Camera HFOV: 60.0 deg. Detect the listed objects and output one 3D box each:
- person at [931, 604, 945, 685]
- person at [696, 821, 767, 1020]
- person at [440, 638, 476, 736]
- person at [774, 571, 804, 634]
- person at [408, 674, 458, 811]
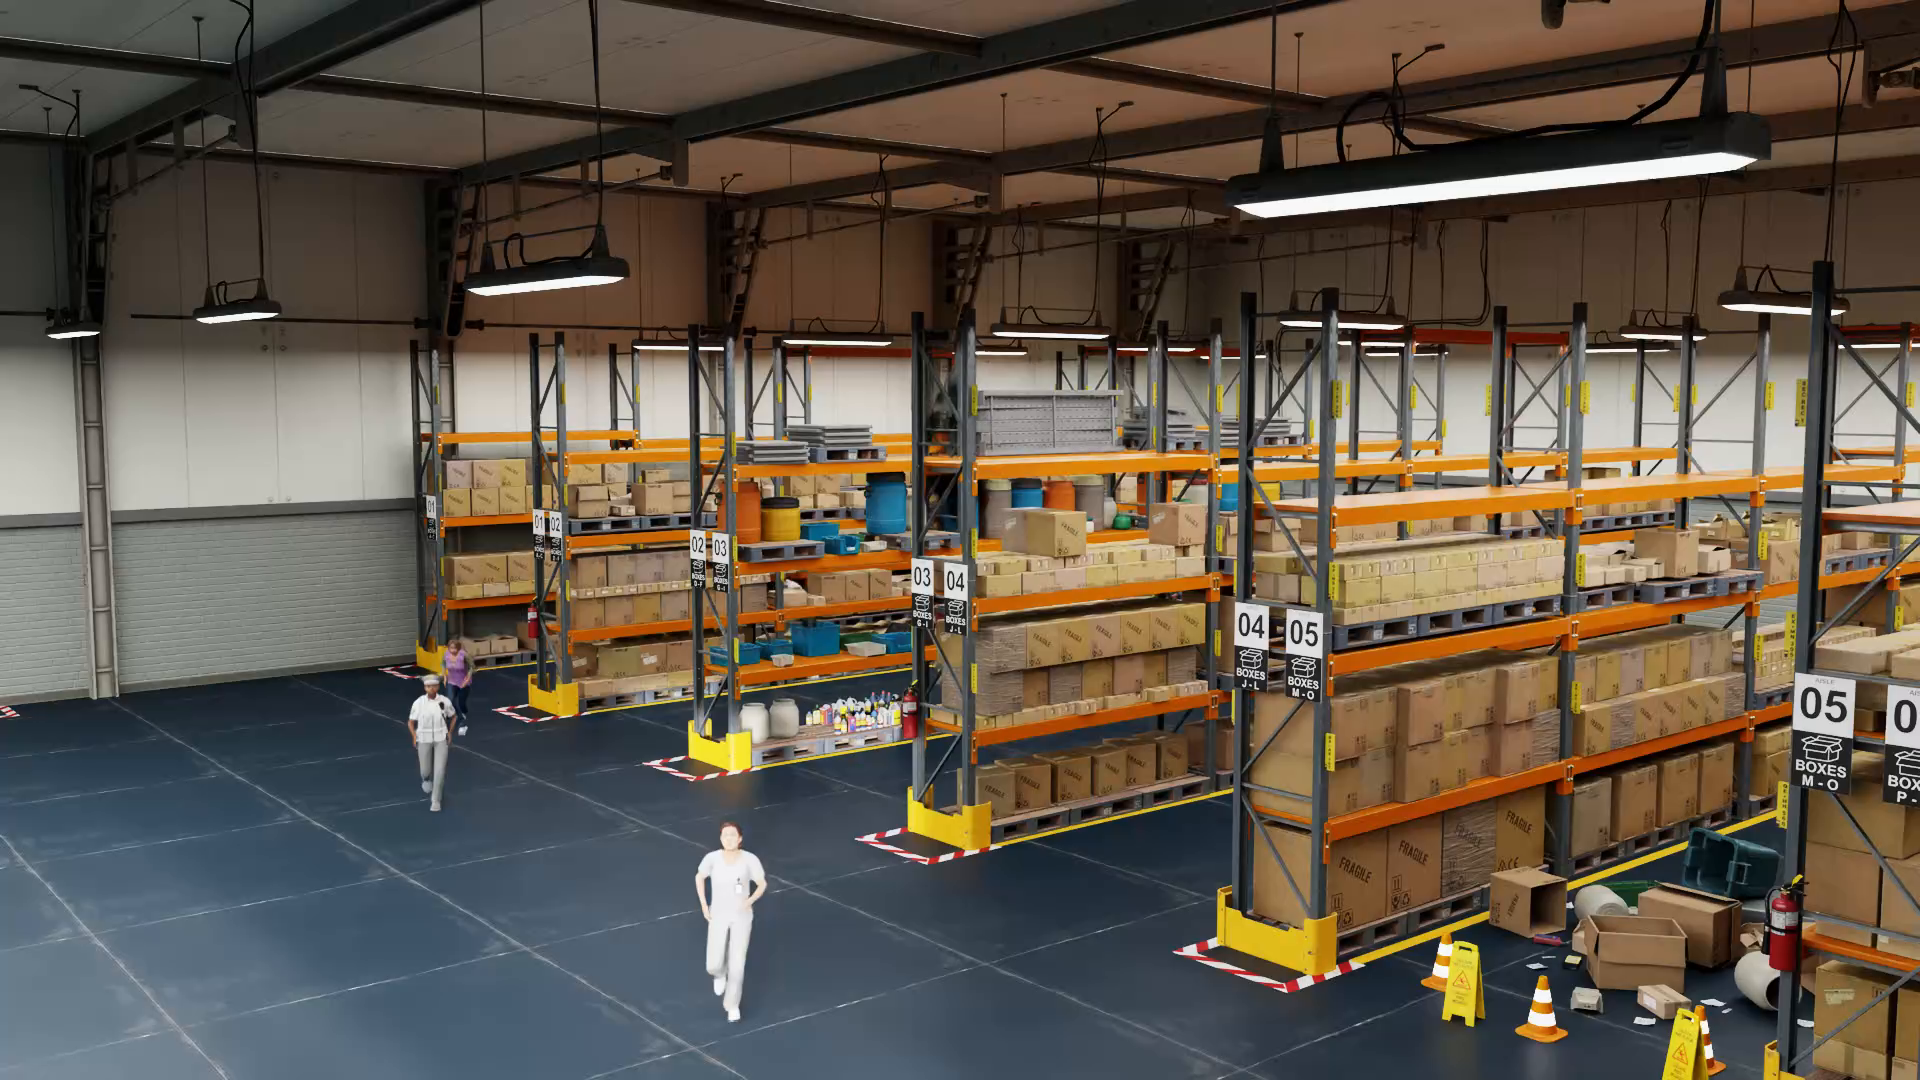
[{"bbox_3d":[-0.267,1.491,27.250,0.569,1.751,0.685,-4,7,-39],"label":"person"},{"bbox_3d":[-1.876,3.102,13.608,0.593,1.632,0.576,0,5,0],"label":"person"},{"bbox_3d":[-7.470,2.177,24.868,0.526,1.449,0.908,0,5,-3],"label":"person"},{"bbox_3d":[-3.356,1.395,32.014,0.711,1.723,0.613,-5,7,-43],"label":"person"},{"bbox_3d":[-6.463,2.458,20.426,0.588,1.655,0.647,-2,6,-20],"label":"person"}]
